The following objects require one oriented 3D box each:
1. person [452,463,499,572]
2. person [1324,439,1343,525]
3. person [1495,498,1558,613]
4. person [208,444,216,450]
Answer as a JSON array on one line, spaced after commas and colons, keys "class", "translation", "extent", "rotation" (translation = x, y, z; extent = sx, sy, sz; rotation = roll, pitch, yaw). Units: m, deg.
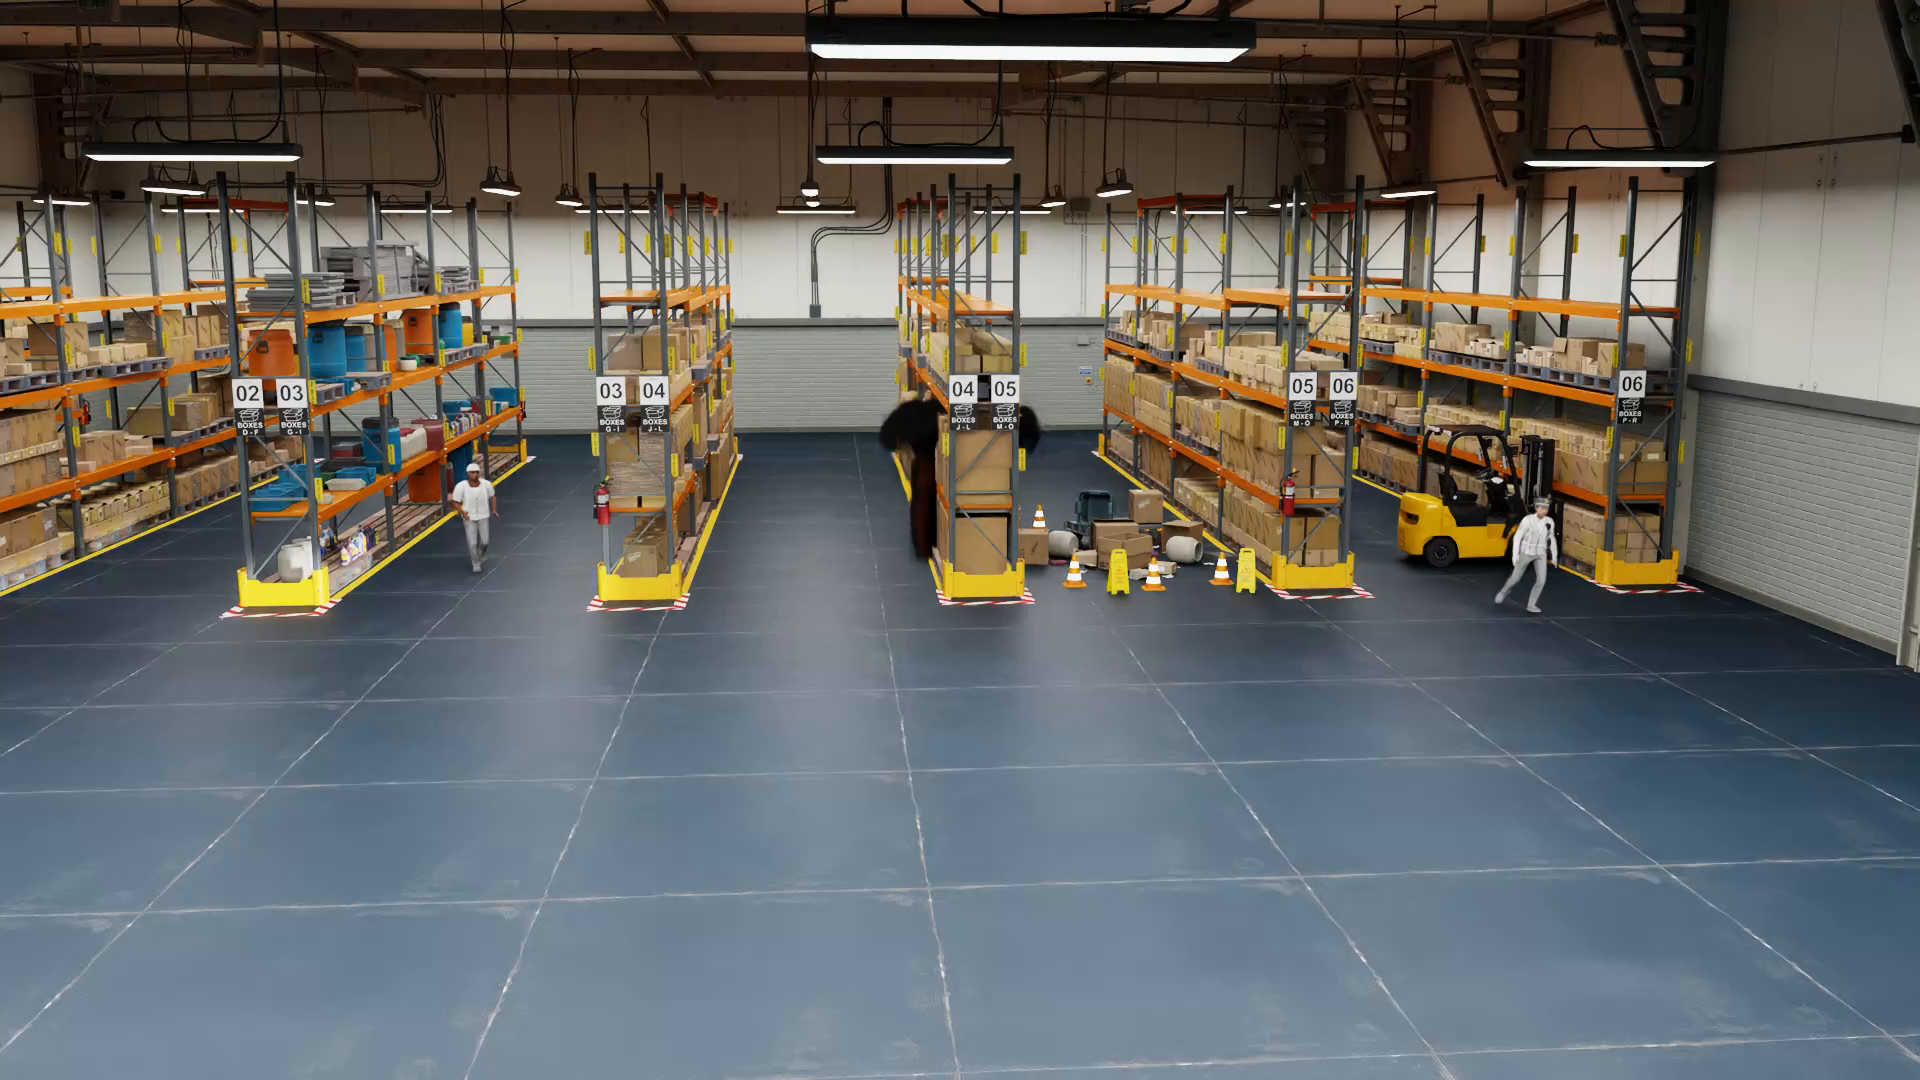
[{"class": "person", "translation": [-7.492, -0.348, 25.754], "extent": [0.688, 1.708, 0.630], "rotation": [-4, 11, -23]}, {"class": "person", "translation": [6.755, -1.017, 29.978], "extent": [0.528, 1.559, 0.881], "rotation": [-2, 10, -9]}, {"class": "person", "translation": [7.875, 0.184, 23.033], "extent": [0.709, 1.597, 0.615], "rotation": [0, 10, 0]}, {"class": "person", "translation": [-18.060, -2.855, 39.676], "extent": [0.805, 1.846, 0.643], "rotation": [-1, 10, -8]}]
